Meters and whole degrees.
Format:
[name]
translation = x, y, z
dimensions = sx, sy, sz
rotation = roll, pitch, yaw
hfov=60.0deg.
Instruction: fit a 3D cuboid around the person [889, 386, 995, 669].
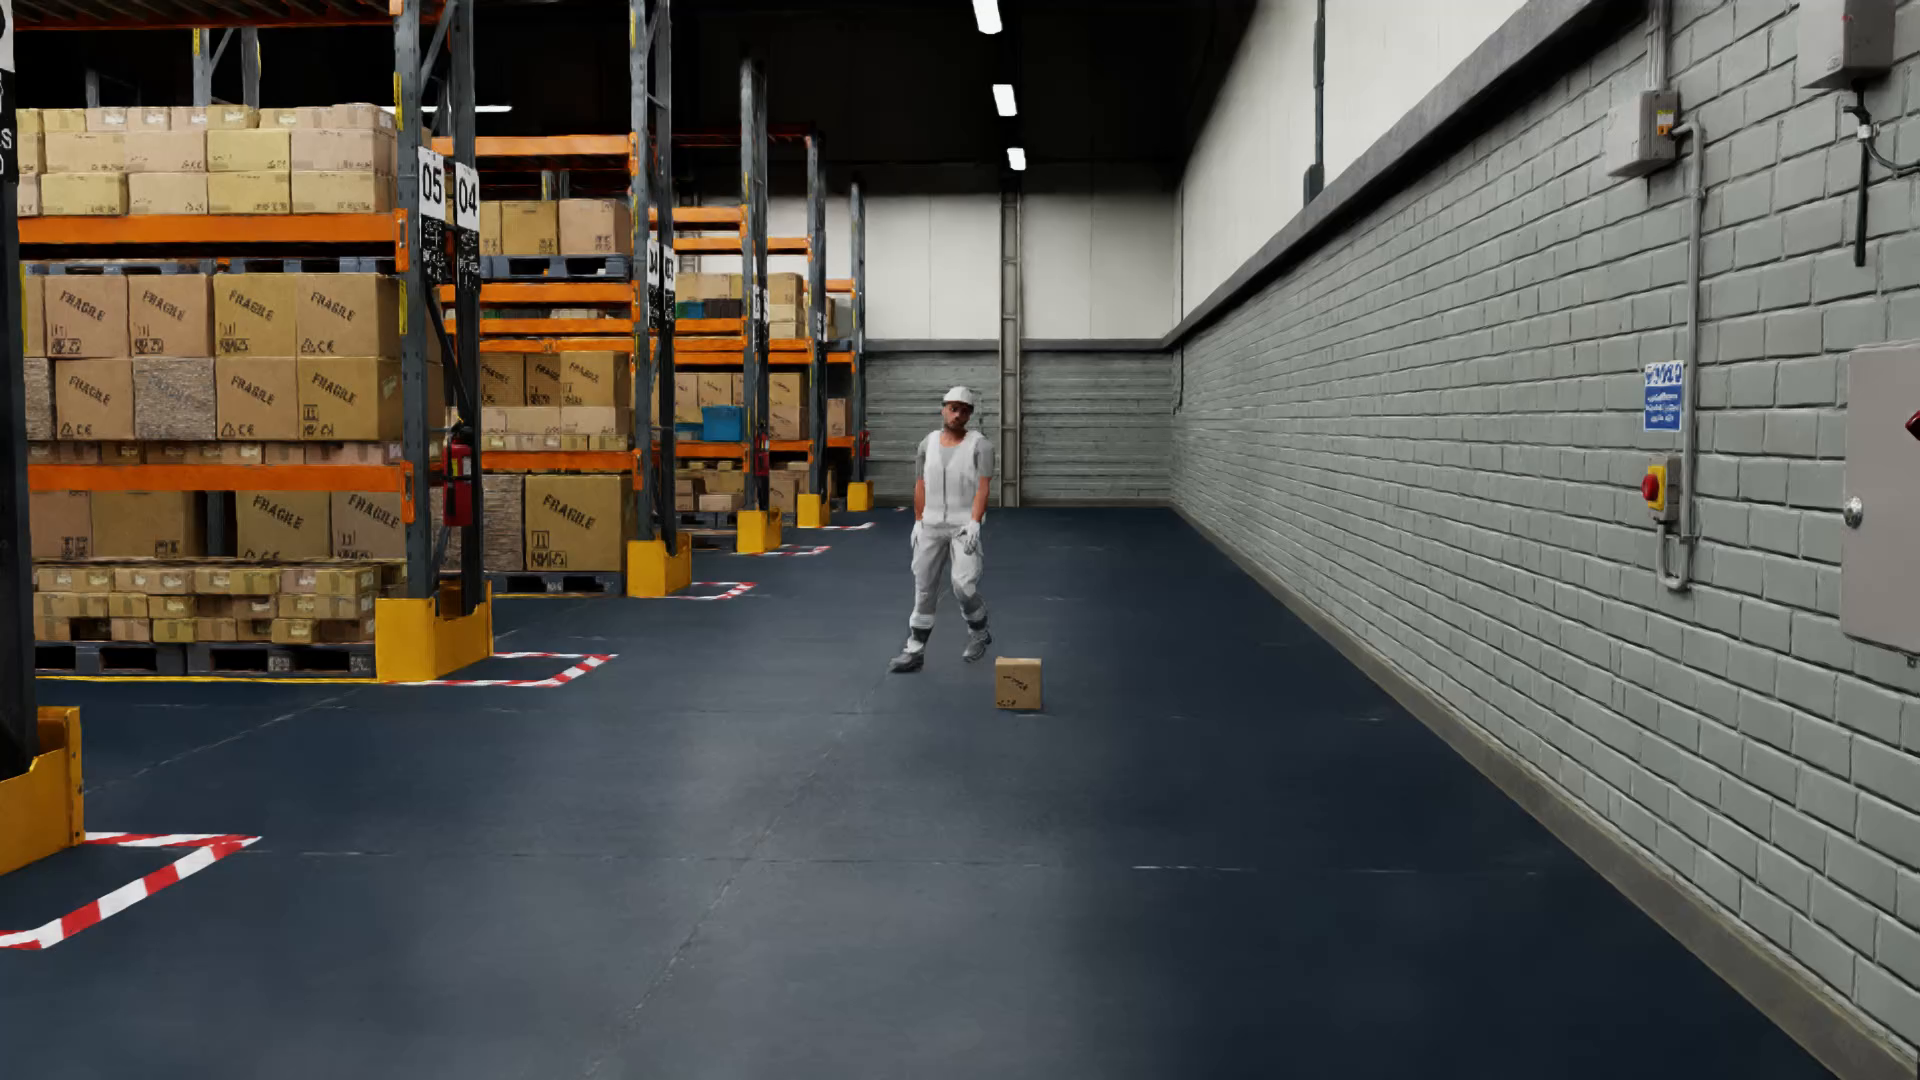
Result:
[person]
translation = -0.115, -0.073, 10.329
dimensions = 0.670, 1.769, 0.475
rotation = 2, 4, 21
